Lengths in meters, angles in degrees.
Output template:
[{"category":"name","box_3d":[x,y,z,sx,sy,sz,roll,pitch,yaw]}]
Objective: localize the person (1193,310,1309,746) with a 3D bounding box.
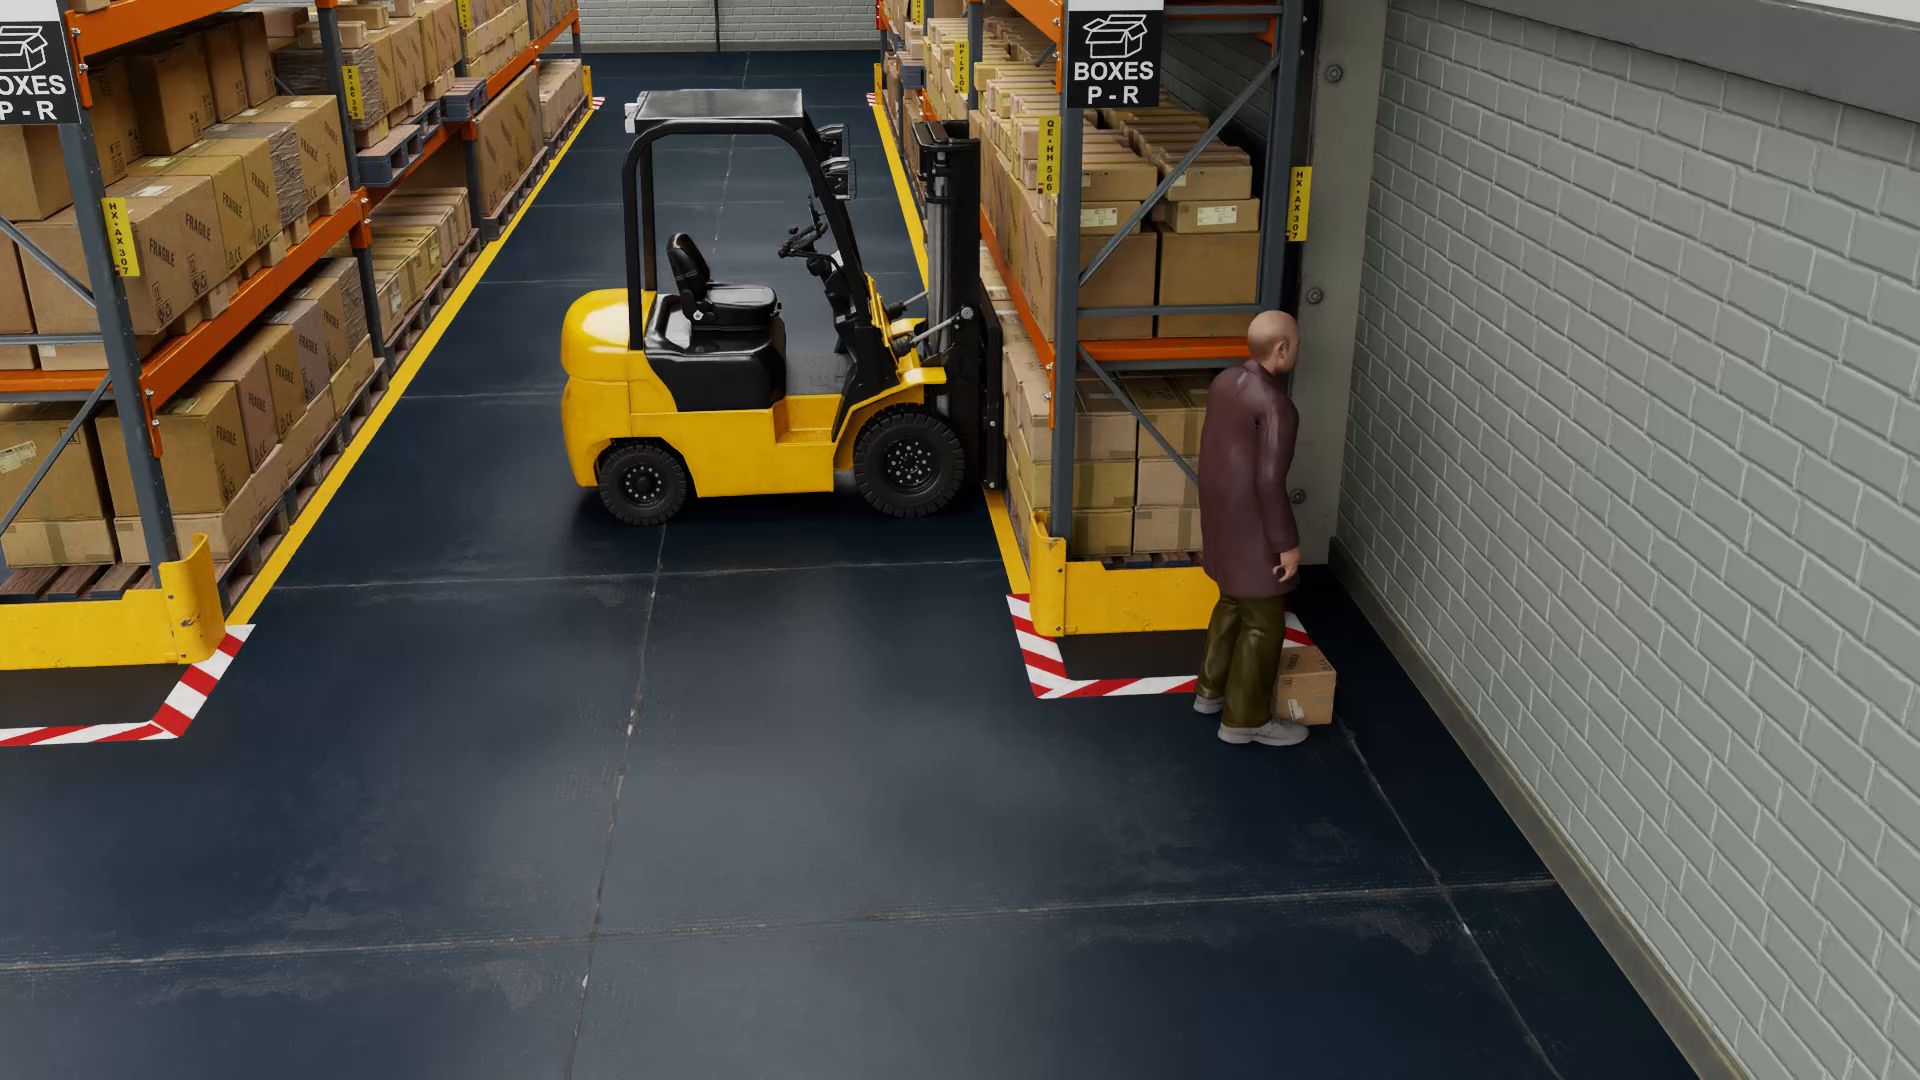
[{"category":"person","box_3d":[1.182,-0.060,6.756,0.429,1.773,0.652,-7,24,-15]}]
